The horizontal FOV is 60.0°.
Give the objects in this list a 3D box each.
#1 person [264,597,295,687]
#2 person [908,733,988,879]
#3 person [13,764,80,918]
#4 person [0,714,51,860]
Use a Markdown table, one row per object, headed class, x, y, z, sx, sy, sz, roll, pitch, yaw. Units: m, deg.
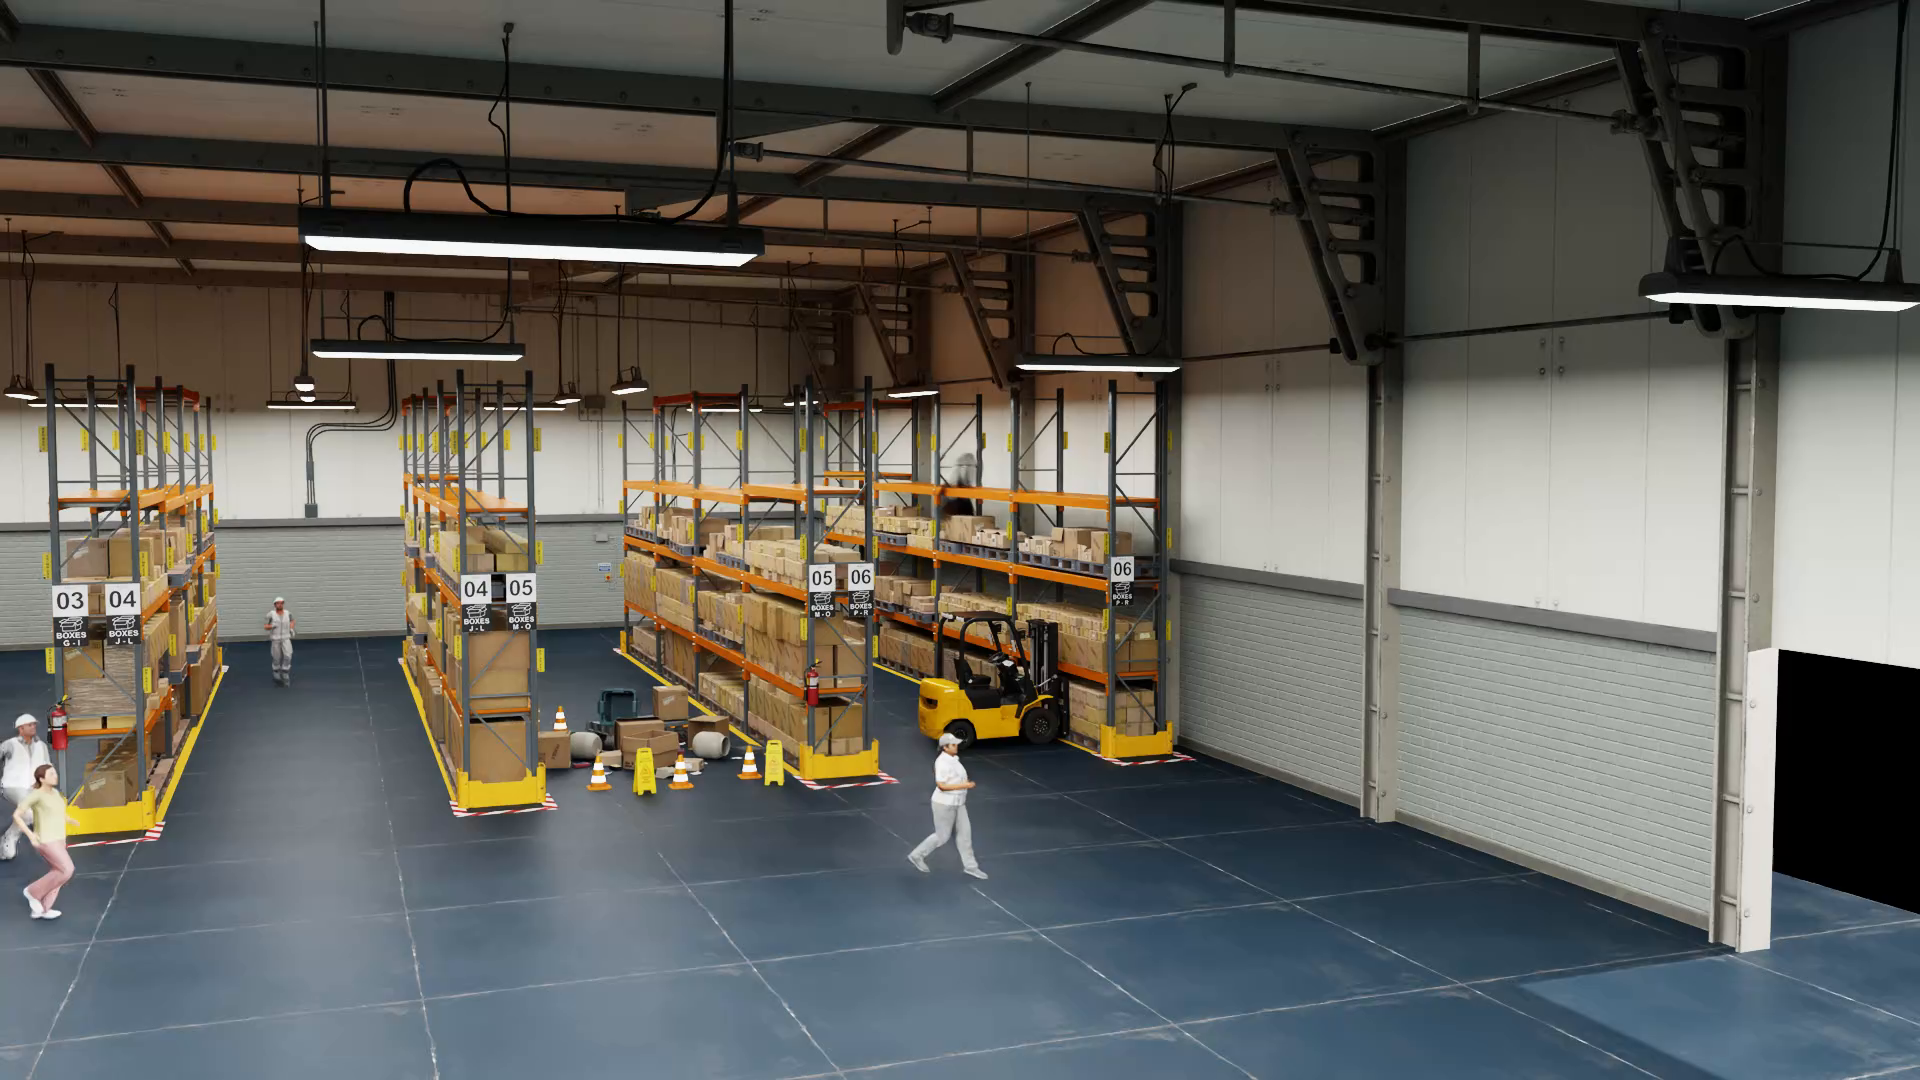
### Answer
| class | x | y | z | sx | sy | sz | roll | pitch | yaw |
| --- | --- | --- | --- | --- | --- | --- | --- | --- | --- |
| person | -14.030 | 2.096 | 34.336 | 0.633 | 1.842 | 0.743 | -2 | 4 | -29 |
| person | -0.136 | 3.041 | 19.026 | 0.923 | 1.674 | 0.604 | 1 | 3 | 17 |
| person | -9.525 | 3.163 | 17.461 | 0.534 | 1.626 | 0.571 | 0 | 3 | 2 |
| person | -11.247 | 2.964 | 20.032 | 0.623 | 1.704 | 0.658 | 2 | 4 | 27 |
